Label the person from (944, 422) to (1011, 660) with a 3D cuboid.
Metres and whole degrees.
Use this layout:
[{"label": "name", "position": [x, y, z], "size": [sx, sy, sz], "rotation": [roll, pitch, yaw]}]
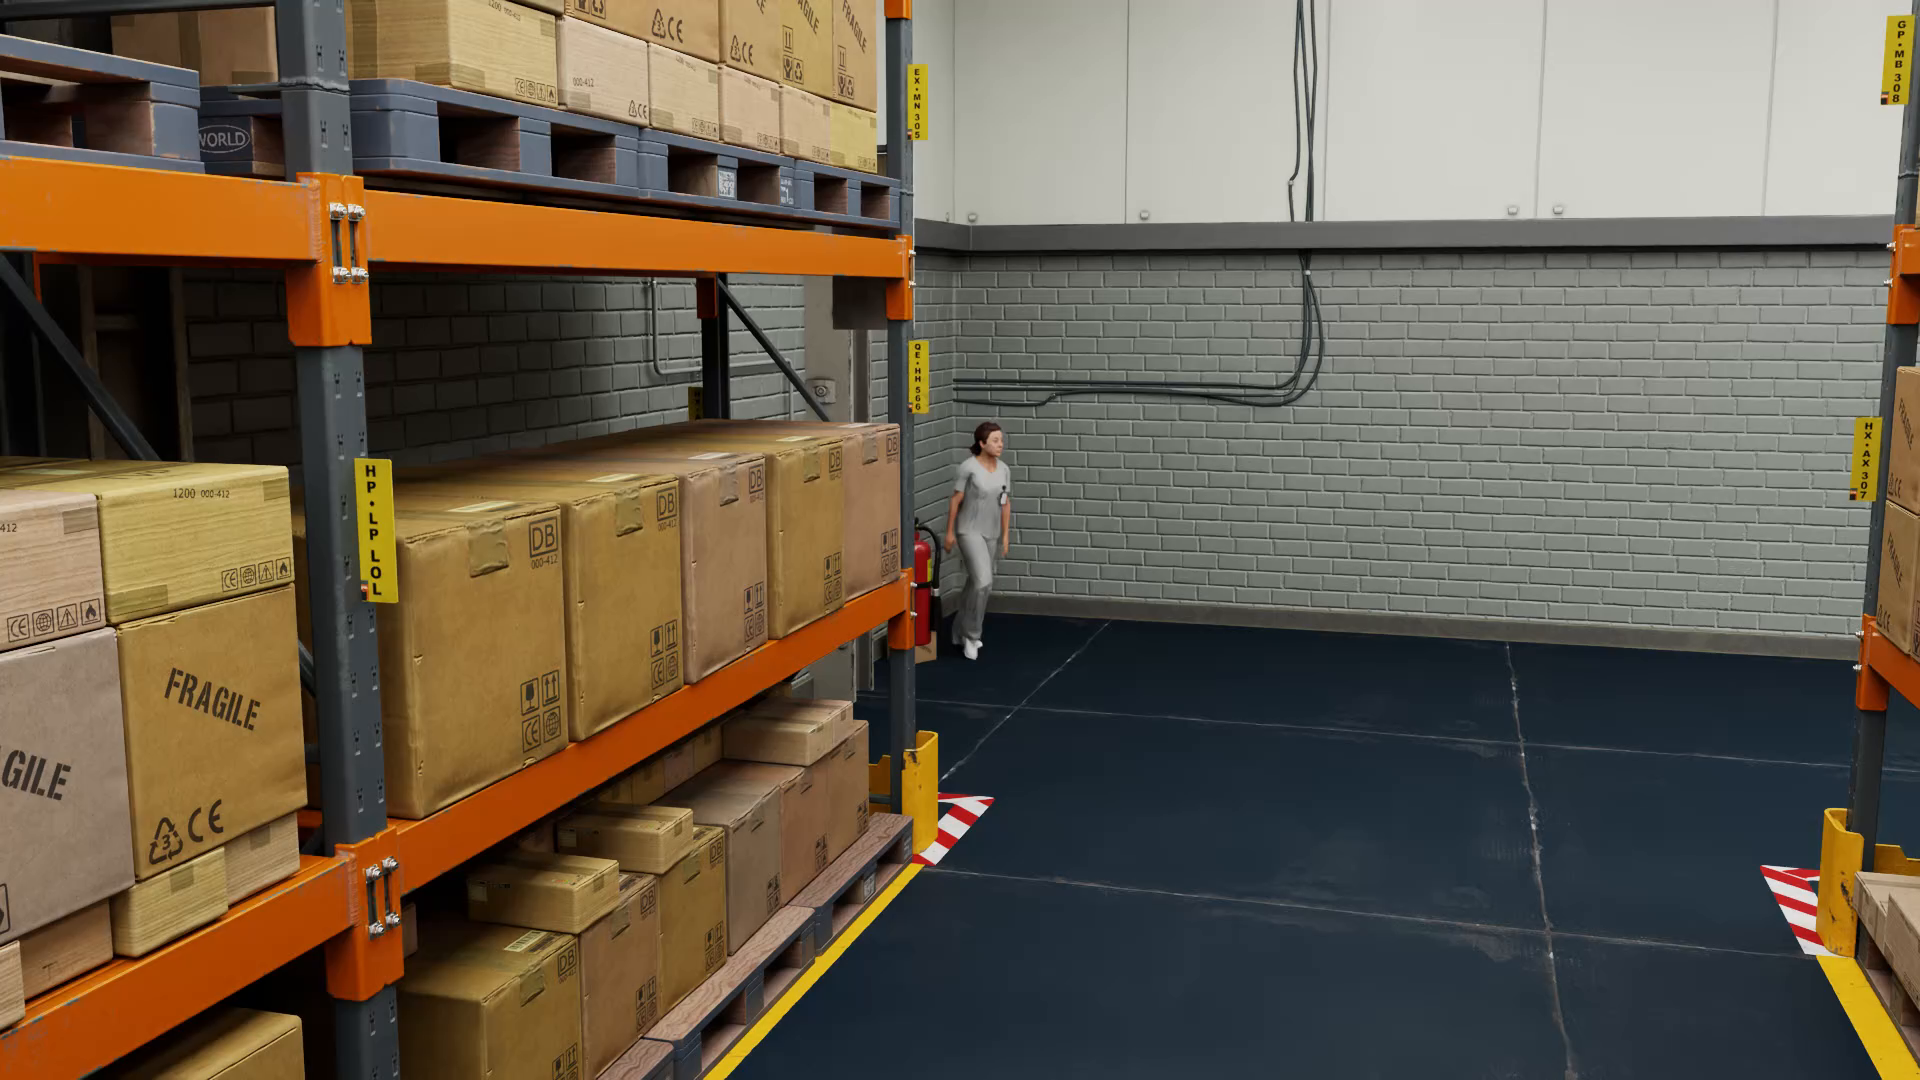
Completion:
[{"label": "person", "position": [0.136, -0.015, 11.909], "size": [0.472, 1.669, 0.532], "rotation": [-7, 11, -38]}]
